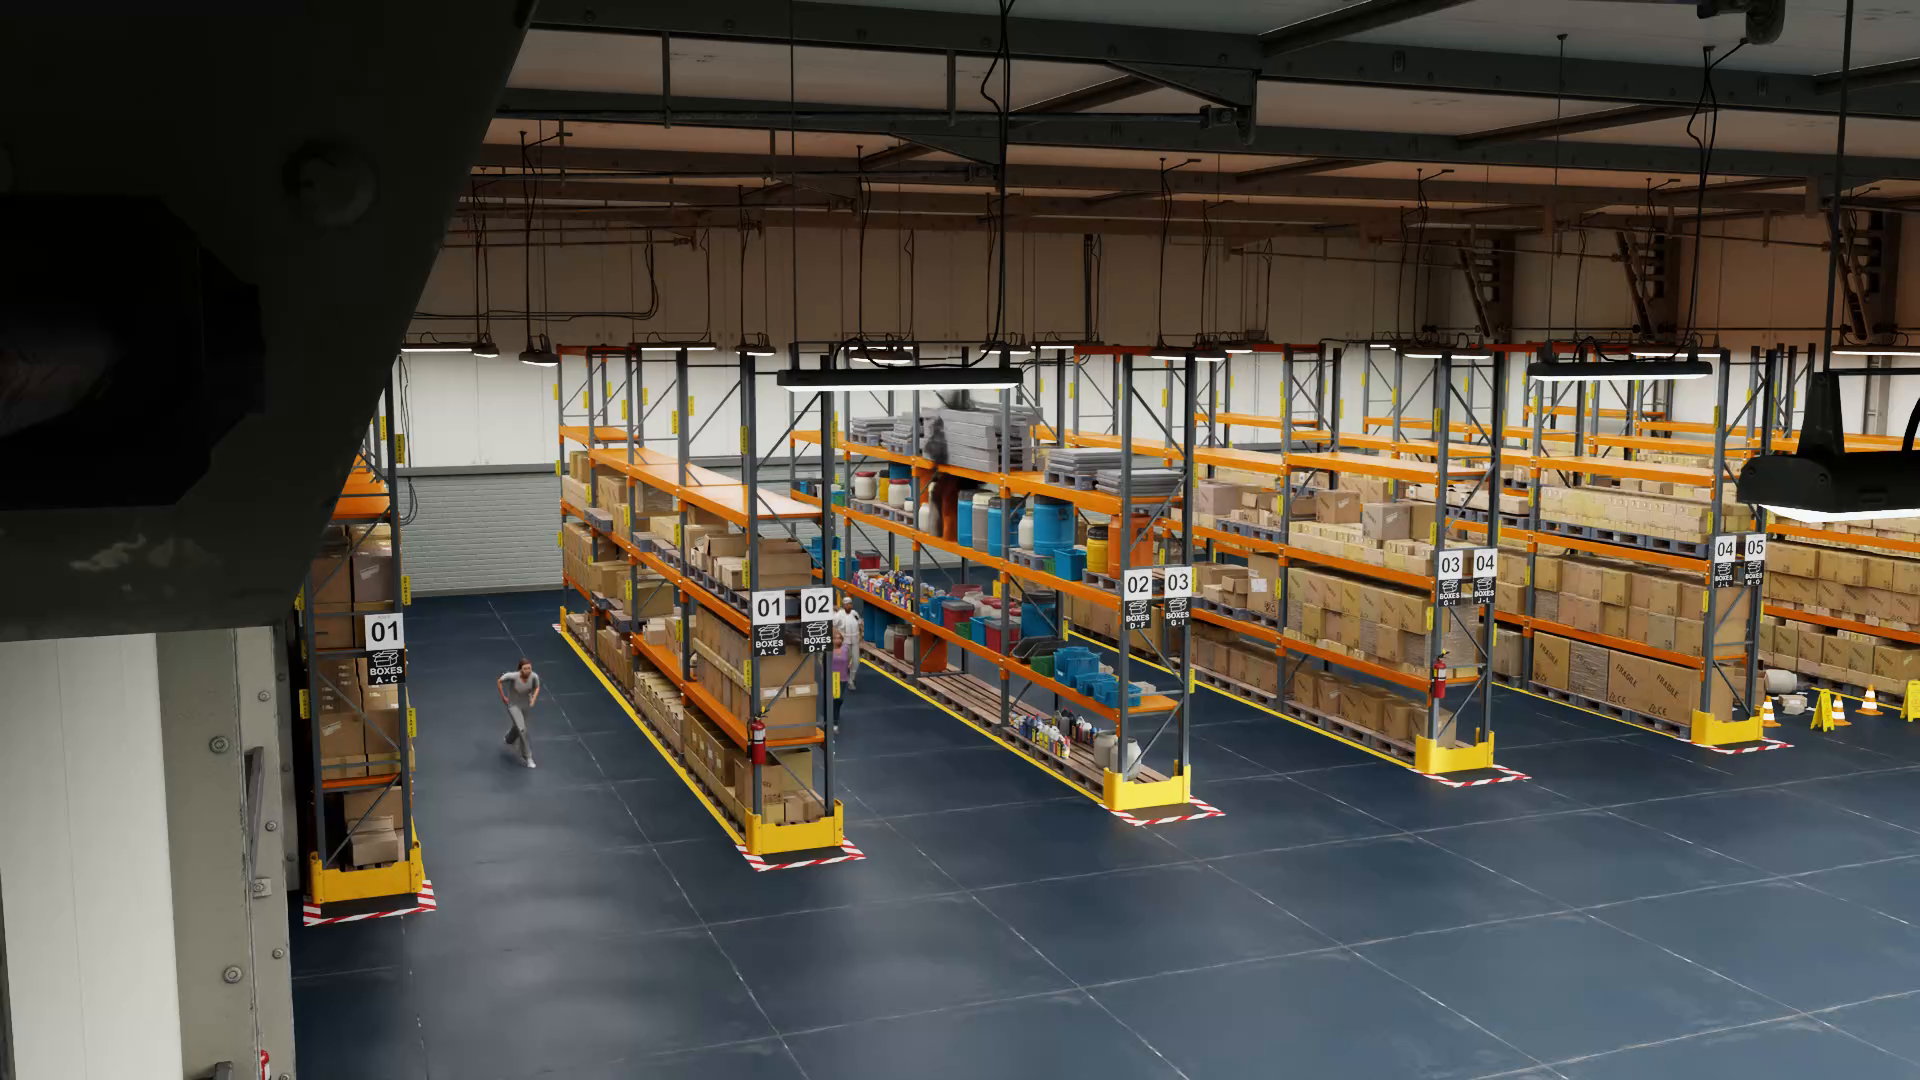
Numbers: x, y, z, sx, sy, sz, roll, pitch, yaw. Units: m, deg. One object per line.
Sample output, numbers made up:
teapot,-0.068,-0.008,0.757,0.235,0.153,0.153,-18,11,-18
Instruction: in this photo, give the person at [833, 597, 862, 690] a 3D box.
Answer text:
person,-1.998,1.816,29.409,0.616,1.620,0.599,-4,8,-26

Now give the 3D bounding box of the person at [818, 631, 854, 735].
person,-1.921,2.236,26.173,0.507,1.638,0.697,-4,8,-29

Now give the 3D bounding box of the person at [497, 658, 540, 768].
person,-6.485,2.478,24.340,0.603,1.625,1.003,-5,9,-33
